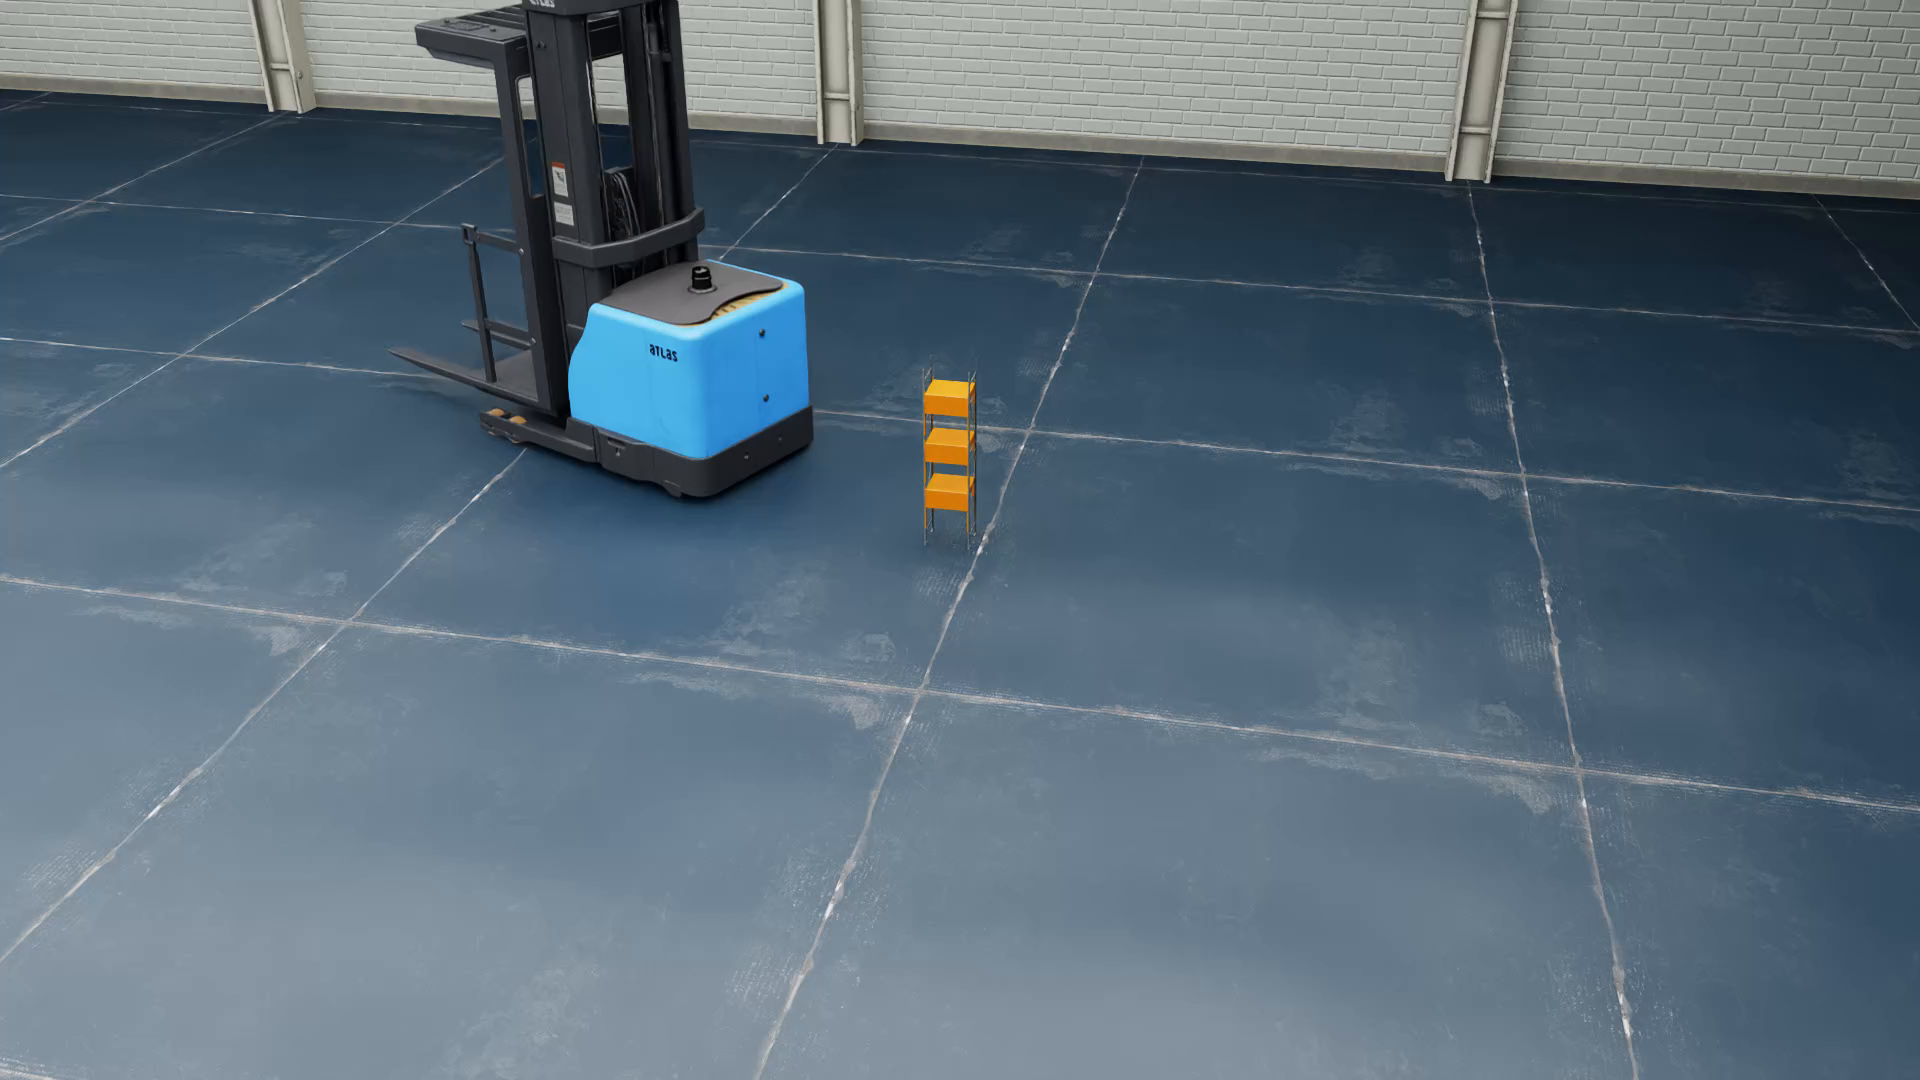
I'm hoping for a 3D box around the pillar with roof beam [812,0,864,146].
[{"bbox_3d":[-2.076,-5.883,10.625,0.400,9.000,9.100,6,29,11],"label":"pillar with roof beam"}]

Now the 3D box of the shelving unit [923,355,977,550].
[{"bbox_3d":[-0.052,-0.466,9.008,0.252,1.050,0.215,6,29,11],"label":"shelving unit"}]

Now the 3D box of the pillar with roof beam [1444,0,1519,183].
[{"bbox_3d":[3.792,-5.282,9.526,0.400,9.000,9.100,6,29,11],"label":"pillar with roof beam"}]

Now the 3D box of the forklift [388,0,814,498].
[{"bbox_3d":[-2.398,-2.074,9.985,3.031,2.935,1.130,19,34,30],"label":"forklift"}]

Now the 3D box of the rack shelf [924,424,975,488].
[{"bbox_3d":[-0.052,-0.457,9.013,0.240,0.259,0.215,6,29,11],"label":"rack shelf"}]

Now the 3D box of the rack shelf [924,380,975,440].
[{"bbox_3d":[-0.052,-0.705,8.877,0.240,0.259,0.215,6,29,11],"label":"rack shelf"}]

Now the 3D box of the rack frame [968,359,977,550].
[{"bbox_3d":[0.067,-0.454,8.985,0.008,1.050,0.200,6,29,11],"label":"rack frame"}]

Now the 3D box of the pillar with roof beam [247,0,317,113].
[{"bbox_3d":[-7.944,-6.485,11.724,0.400,9.000,9.100,6,29,11],"label":"pillar with roof beam"}]

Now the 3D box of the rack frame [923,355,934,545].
[{"bbox_3d":[-0.172,-0.478,9.030,0.008,1.050,0.200,6,29,11],"label":"rack frame"}]

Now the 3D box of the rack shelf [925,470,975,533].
[{"bbox_3d":[-0.052,-0.213,9.146,0.240,0.259,0.215,6,29,11],"label":"rack shelf"}]
